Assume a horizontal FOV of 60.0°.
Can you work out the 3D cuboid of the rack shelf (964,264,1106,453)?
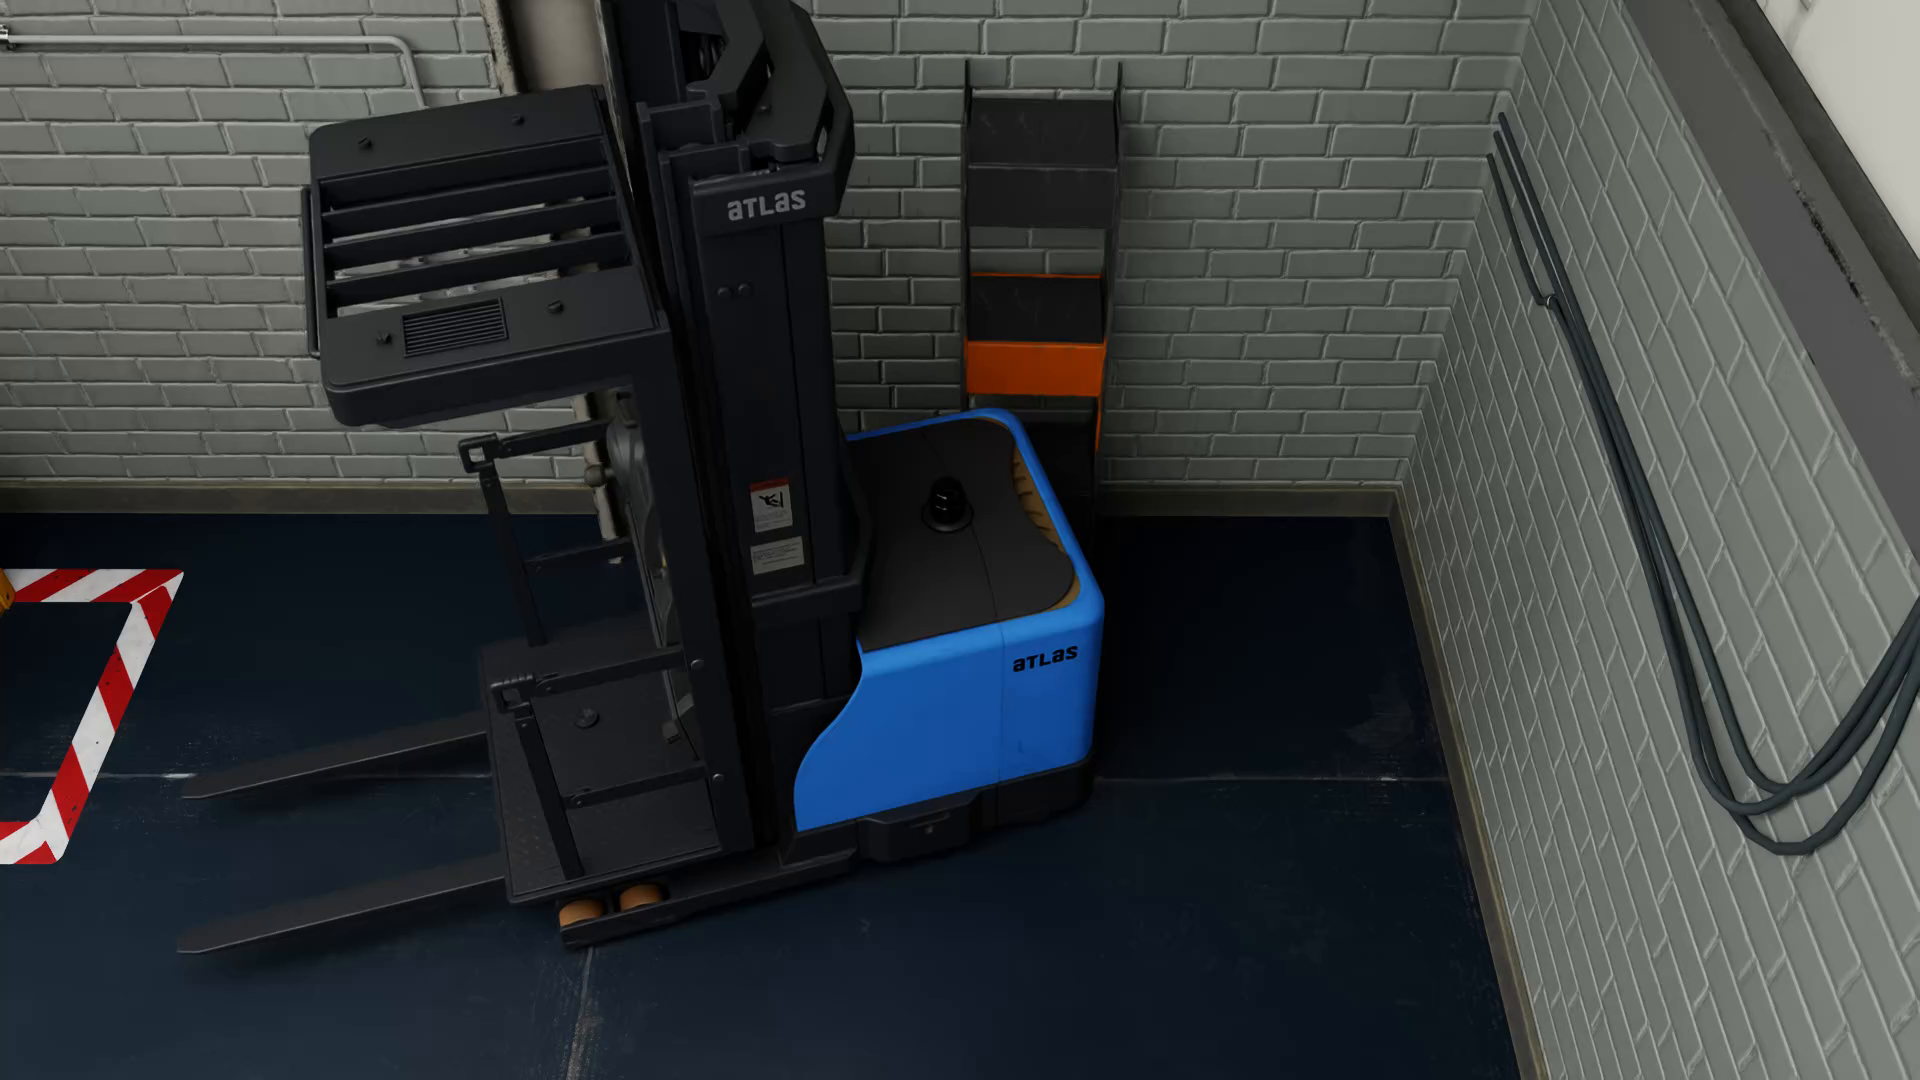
[{"bbox_3d":[0.261,-0.646,5.927,0.480,0.518,0.431,1,46,1],"label":"rack shelf"}]

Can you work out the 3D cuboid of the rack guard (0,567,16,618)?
[{"bbox_3d":[-3.891,0.437,6.002,0.348,0.500,1.175,0,47,0],"label":"rack guard"}]

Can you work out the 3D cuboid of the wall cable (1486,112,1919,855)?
[{"bbox_3d":[1.739,-1.124,3.770,0.112,2.526,3.097,0,47,0],"label":"wall cable"}]

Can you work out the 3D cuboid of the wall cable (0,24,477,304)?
[{"bbox_3d":[-2.632,-1.450,5.356,1.851,1.984,0.084,0,47,0],"label":"wall cable"}]

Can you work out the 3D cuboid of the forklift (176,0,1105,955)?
[{"bbox_3d":[-1.110,-0.096,4.837,3.031,2.935,1.130,-12,48,-11],"label":"forklift"}]

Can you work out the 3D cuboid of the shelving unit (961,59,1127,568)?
[{"bbox_3d":[0.261,-0.655,5.917,0.503,2.100,0.431,1,46,1],"label":"shelving unit"}]

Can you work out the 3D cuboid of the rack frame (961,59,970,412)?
[{"bbox_3d":[0.017,-0.661,5.923,0.015,2.100,0.400,1,46,1],"label":"rack frame"}]

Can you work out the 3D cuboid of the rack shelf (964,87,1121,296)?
[{"bbox_3d":[0.261,-1.135,5.426,0.480,0.518,0.431,1,46,1],"label":"rack shelf"}]

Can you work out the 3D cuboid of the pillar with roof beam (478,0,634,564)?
[{"bbox_3d":[-1.228,0.067,0.540,0.400,9.000,9.100,0,47,0],"label":"pillar with roof beam"}]

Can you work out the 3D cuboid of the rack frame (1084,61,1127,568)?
[{"bbox_3d":[0.505,-0.649,5.912,0.015,2.100,0.400,1,46,1],"label":"rack frame"}]

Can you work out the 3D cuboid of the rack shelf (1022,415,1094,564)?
[{"bbox_3d":[0.261,-0.157,6.428,0.480,0.518,0.431,1,46,1],"label":"rack shelf"}]
